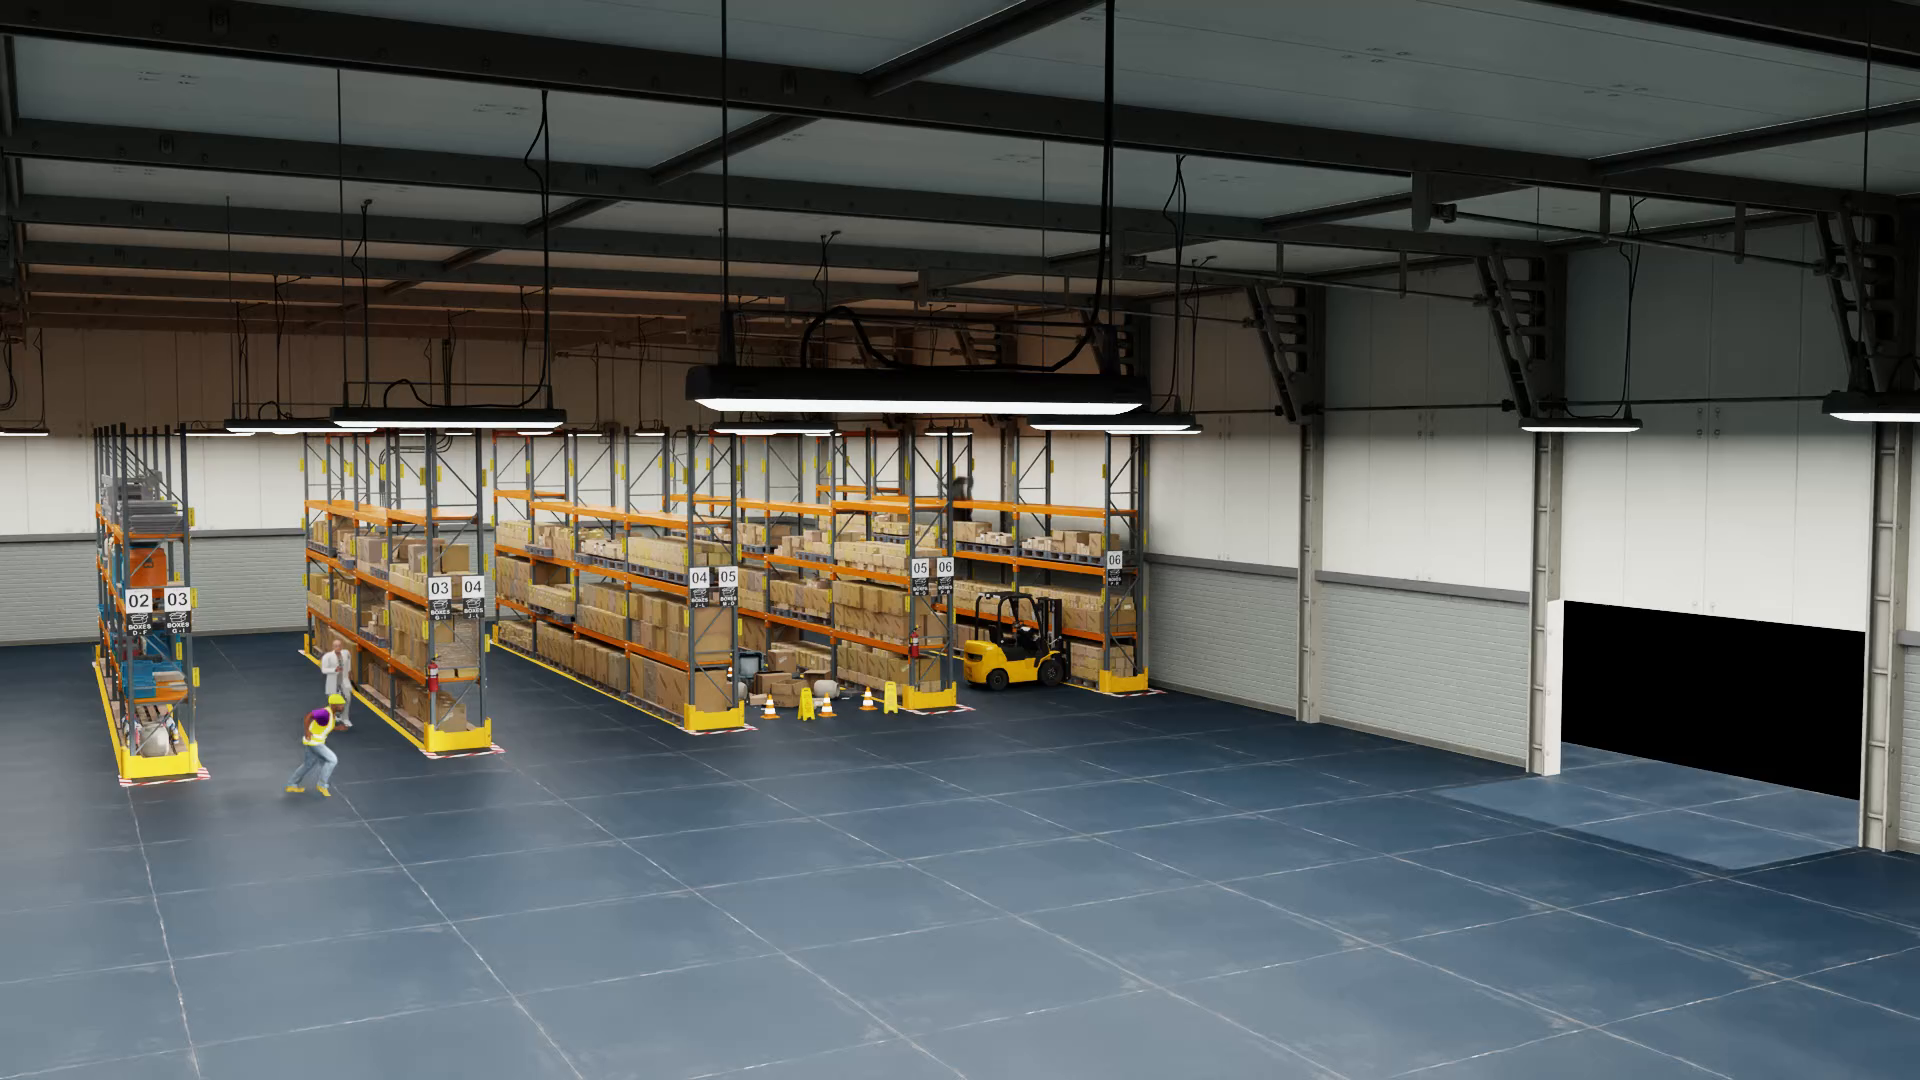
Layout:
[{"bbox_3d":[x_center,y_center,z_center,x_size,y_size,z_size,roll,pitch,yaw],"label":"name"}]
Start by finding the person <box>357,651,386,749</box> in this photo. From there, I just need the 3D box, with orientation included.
[{"bbox_3d":[-11.015,2.963,31.025,0.673,1.784,1.005,-2,4,-35],"label":"person"}]

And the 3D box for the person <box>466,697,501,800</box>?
[{"bbox_3d":[-7.603,3.277,26.454,0.573,1.689,0.759,0,3,0],"label":"person"}]
